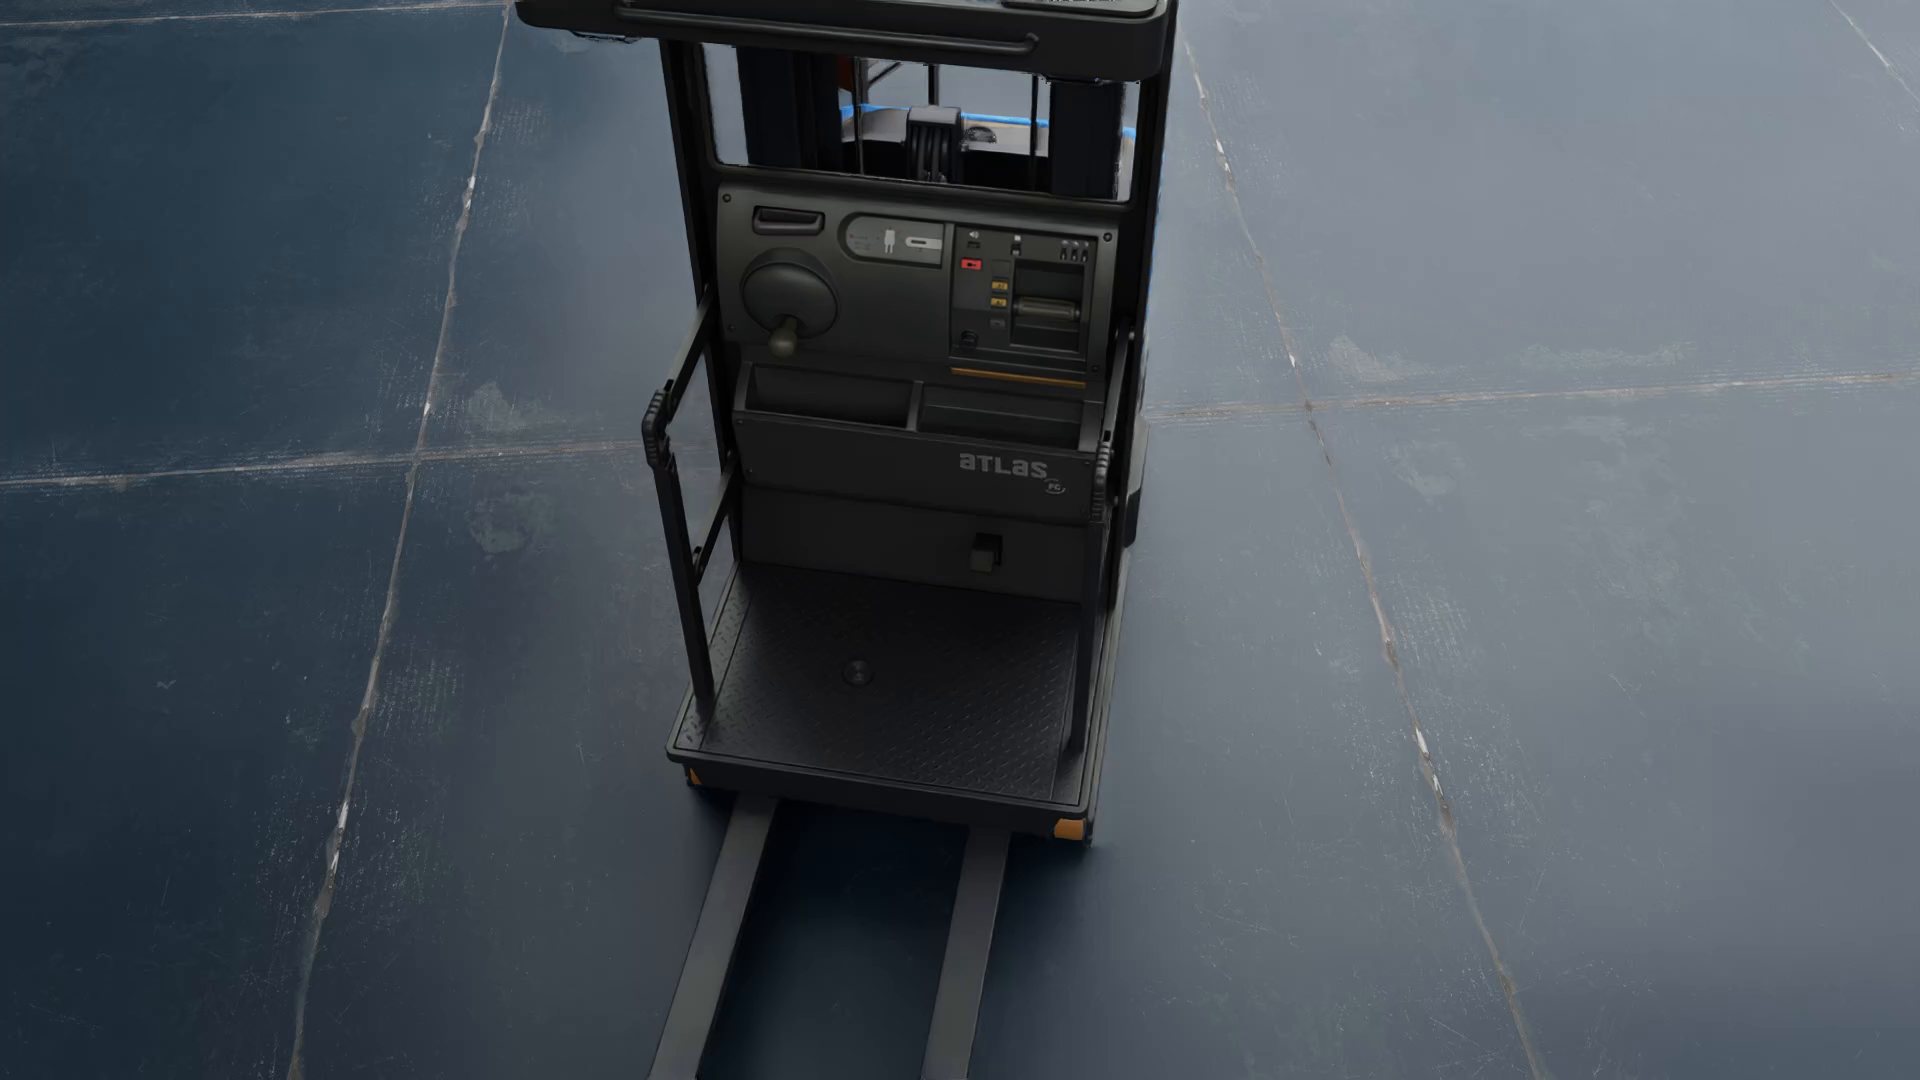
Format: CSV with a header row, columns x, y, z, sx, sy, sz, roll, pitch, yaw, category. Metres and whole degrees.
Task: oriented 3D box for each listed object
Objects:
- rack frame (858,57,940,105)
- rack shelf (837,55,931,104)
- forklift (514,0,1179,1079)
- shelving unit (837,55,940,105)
x,y,z,sx,sy,sz,roll,pitch,yaw,category
-0.187,-1.496,5.219,0.015,2.100,0.400,28,52,24,rack frame
-0.385,-1.591,5.328,0.480,0.518,0.431,28,52,24,rack shelf
-0.141,-0.492,3.698,1.130,2.935,3.031,7,47,7,forklift
-0.385,-1.601,5.318,0.503,2.100,0.431,28,52,24,shelving unit
